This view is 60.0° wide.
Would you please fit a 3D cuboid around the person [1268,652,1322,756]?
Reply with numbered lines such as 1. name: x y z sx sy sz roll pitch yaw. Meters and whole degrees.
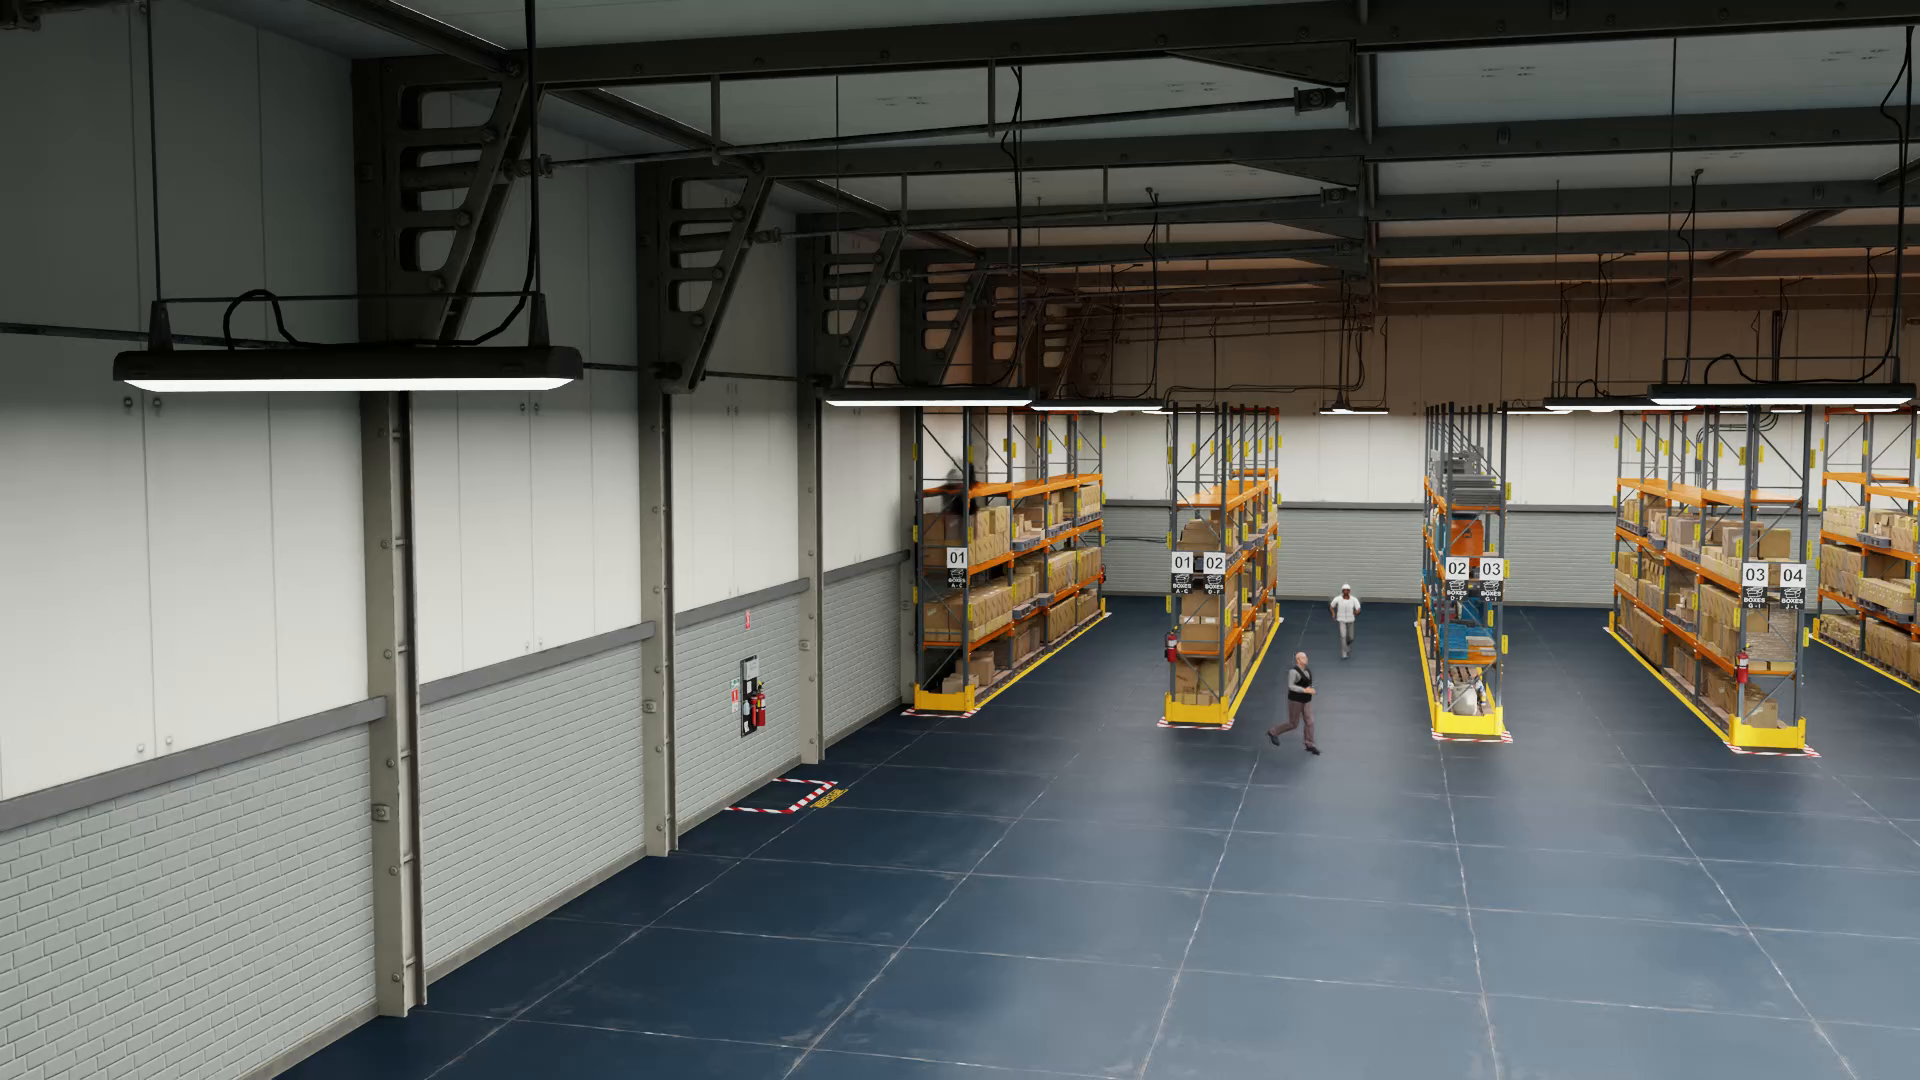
1. person: 5.763 2.771 28.400 0.952 1.727 0.668 4 6 45

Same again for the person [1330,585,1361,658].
1. person: 9.193 1.927 39.665 0.714 1.740 0.856 0 4 6
